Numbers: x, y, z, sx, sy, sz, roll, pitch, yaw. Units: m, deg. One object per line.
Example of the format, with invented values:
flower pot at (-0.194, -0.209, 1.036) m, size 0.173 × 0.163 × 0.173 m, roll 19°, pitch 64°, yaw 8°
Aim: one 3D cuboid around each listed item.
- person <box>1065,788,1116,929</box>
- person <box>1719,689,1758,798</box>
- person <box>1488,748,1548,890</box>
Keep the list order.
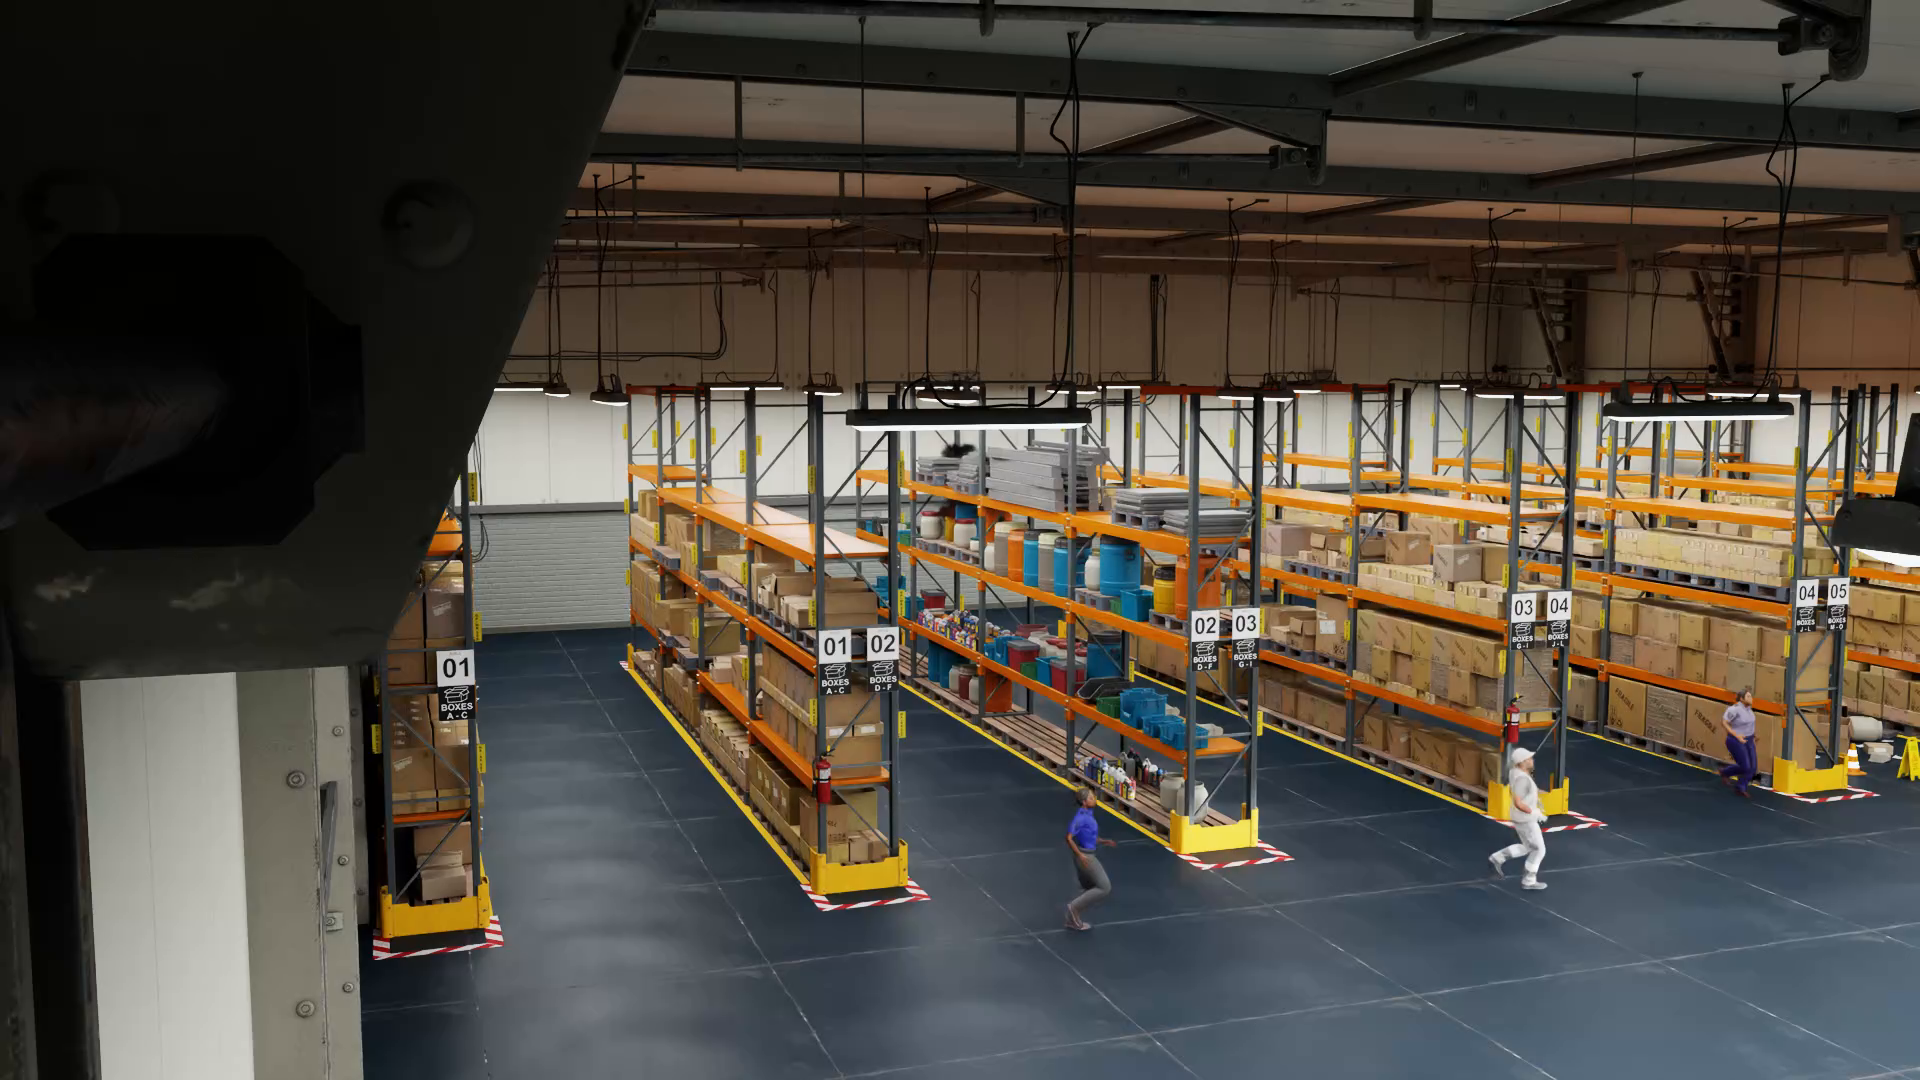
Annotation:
person at (1.469, 3.593, 18.713) m, size 0.574 × 1.614 × 0.566 m, roll 0°, pitch 6°, yaw 4°
person at (11.561, 3.011, 24.653) m, size 0.638 × 1.621 × 0.532 m, roll -3°, pitch 7°, yaw -28°
person at (6.803, 3.382, 20.198) m, size 0.690 × 1.741 × 0.658 m, roll 1°, pitch 6°, yaw 9°
